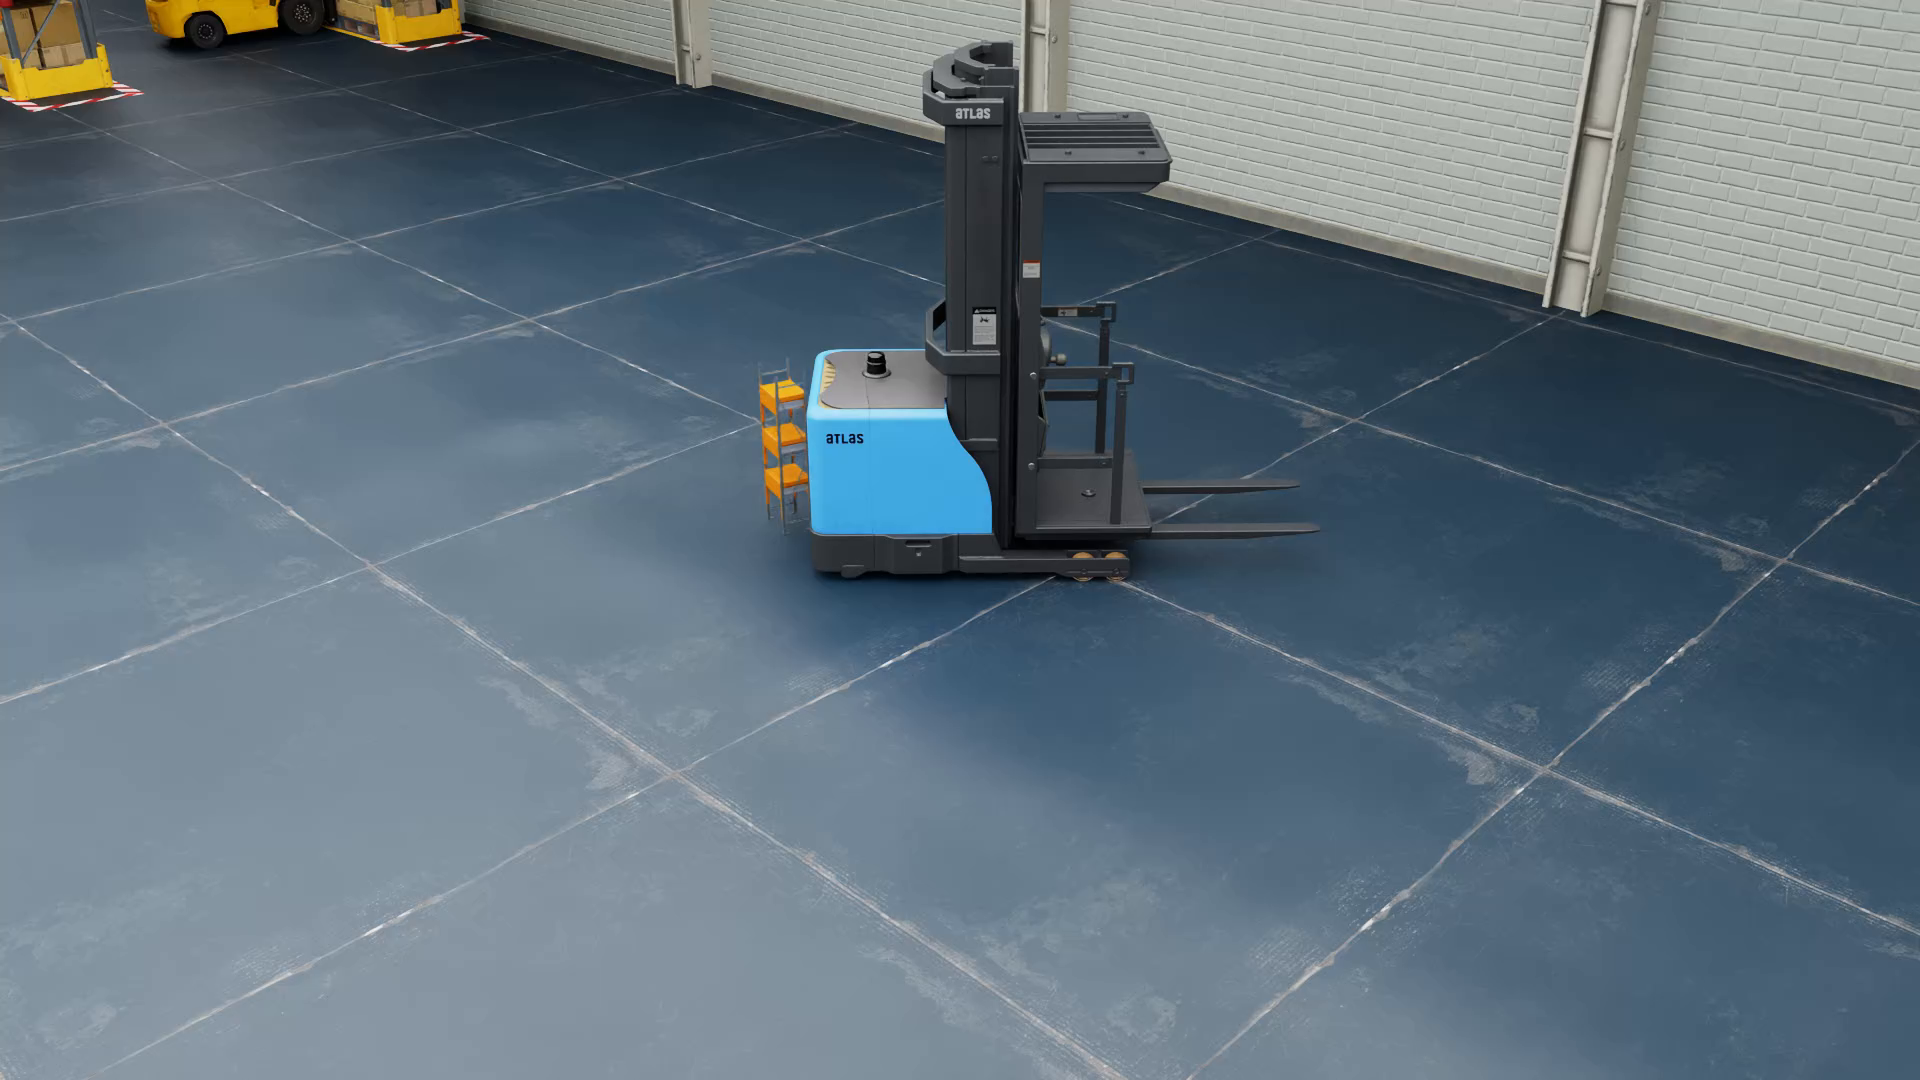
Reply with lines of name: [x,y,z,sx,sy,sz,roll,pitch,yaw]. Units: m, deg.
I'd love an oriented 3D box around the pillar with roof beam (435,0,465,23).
pillar with roof beam: [-10.708,-10.384,20.329,0.400,9.000,9.100,25,36,38]

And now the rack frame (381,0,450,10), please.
rack frame: [-7.825,-8.631,23.441,0.127,3.000,1.000,25,36,38]

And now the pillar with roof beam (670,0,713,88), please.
pillar with roof beam: [-6.430,-8.426,16.606,0.400,9.000,9.100,25,36,38]

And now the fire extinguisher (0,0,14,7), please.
fire extinguisher: [-11.544,-6.758,19.962,0.183,0.674,0.296,25,36,38]

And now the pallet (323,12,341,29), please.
pallet: [-9.266,-8.030,25.295,1.213,0.211,1.003,25,36,38]

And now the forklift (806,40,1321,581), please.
forklift: [0.628,-1.302,9.577,3.031,2.935,1.130,0,28,-1]

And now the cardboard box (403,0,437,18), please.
cardboard box: [-8.038,-7.825,24.412,0.500,0.250,0.500,25,37,39]

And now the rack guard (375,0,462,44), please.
rack guard: [-7.808,-7.517,24.008,0.348,0.500,1.175,25,36,38]

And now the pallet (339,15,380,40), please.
pallet: [-8.400,-7.632,24.538,1.213,0.211,1.003,25,36,38]

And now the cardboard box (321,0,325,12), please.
cardboard box: [-9.466,-8.142,25.014,0.500,0.250,0.500,-24,36,-38]

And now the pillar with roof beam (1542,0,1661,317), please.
pillar with roof beam: [2.127,-4.511,9.159,0.400,9.000,9.100,25,36,38]

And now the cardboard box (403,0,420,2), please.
cardboard box: [-8.015,-8.043,24.290,0.500,0.250,0.500,-25,36,-38]

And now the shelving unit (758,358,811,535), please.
shelving unit: [-1.067,-0.569,10.203,0.215,1.050,0.252,-15,31,-26]

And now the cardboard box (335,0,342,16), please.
cardboard box: [-9.080,-7.980,24.706,0.500,0.250,0.500,-25,37,-39]

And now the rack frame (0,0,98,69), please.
rack frame: [-11.303,-6.982,20.306,0.127,3.000,1.000,25,36,38]

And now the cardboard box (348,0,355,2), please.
cardboard box: [-8.742,-8.043,24.290,0.500,0.250,0.500,24,36,38]

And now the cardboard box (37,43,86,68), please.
cardboard box: [-11.684,-6.306,21.523,0.500,0.250,0.500,24,36,38]

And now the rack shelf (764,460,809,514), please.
rack shelf: [-1.067,-0.313,10.338,0.215,0.259,0.240,-15,31,-26]

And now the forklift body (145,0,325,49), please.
forklift body: [-10.456,-8.269,23.664,1.214,2.155,2.313,25,36,38]

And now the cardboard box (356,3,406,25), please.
cardboard box: [-8.382,-7.648,24.076,0.500,0.250,0.500,25,37,39]

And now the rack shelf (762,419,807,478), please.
rack shelf: [-1.067,-0.559,10.208,0.215,0.259,0.240,-15,31,-26]

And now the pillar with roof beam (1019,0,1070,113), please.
pillar with roof beam: [-2.151,-6.468,12.882,0.400,9.000,9.100,25,36,38]

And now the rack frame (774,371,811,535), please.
rack frame: [-1.007,-0.519,10.109,0.200,1.050,0.008,-15,31,-26]

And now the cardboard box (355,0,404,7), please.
cardboard box: [-8.391,-7.876,23.972,0.500,0.250,0.500,24,36,38]

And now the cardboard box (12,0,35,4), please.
cardboard box: [-12.077,-6.815,21.685,0.500,0.500,0.500,23,35,37]

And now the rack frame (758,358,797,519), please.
rack frame: [-1.126,-0.618,10.298,0.200,1.050,0.008,-15,31,-26]

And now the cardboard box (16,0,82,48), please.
cardboard box: [-11.701,-6.646,21.363,0.500,0.500,0.500,23,36,37]

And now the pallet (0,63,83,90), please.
pallet: [-11.911,-6.050,21.529,1.213,0.211,1.003,25,36,38]

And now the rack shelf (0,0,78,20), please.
rack shelf: [-12.729,-7.317,21.715,4.000,0.370,1.077,25,36,38]

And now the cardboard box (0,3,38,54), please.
cardboard box: [-12.057,-6.458,21.006,0.500,0.500,0.500,25,37,39]

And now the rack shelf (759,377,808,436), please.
rack shelf: [-1.067,-0.810,10.076,0.215,0.259,0.240,-15,31,-26]

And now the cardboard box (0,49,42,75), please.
cardboard box: [-12.085,-6.134,21.195,0.500,0.250,0.500,24,36,38]

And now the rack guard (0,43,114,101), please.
rack guard: [-11.357,-5.901,20.935,0.348,0.500,1.175,25,36,38]

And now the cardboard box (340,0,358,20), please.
cardboard box: [-8.730,-7.814,24.390,0.500,0.250,0.500,25,36,38]
